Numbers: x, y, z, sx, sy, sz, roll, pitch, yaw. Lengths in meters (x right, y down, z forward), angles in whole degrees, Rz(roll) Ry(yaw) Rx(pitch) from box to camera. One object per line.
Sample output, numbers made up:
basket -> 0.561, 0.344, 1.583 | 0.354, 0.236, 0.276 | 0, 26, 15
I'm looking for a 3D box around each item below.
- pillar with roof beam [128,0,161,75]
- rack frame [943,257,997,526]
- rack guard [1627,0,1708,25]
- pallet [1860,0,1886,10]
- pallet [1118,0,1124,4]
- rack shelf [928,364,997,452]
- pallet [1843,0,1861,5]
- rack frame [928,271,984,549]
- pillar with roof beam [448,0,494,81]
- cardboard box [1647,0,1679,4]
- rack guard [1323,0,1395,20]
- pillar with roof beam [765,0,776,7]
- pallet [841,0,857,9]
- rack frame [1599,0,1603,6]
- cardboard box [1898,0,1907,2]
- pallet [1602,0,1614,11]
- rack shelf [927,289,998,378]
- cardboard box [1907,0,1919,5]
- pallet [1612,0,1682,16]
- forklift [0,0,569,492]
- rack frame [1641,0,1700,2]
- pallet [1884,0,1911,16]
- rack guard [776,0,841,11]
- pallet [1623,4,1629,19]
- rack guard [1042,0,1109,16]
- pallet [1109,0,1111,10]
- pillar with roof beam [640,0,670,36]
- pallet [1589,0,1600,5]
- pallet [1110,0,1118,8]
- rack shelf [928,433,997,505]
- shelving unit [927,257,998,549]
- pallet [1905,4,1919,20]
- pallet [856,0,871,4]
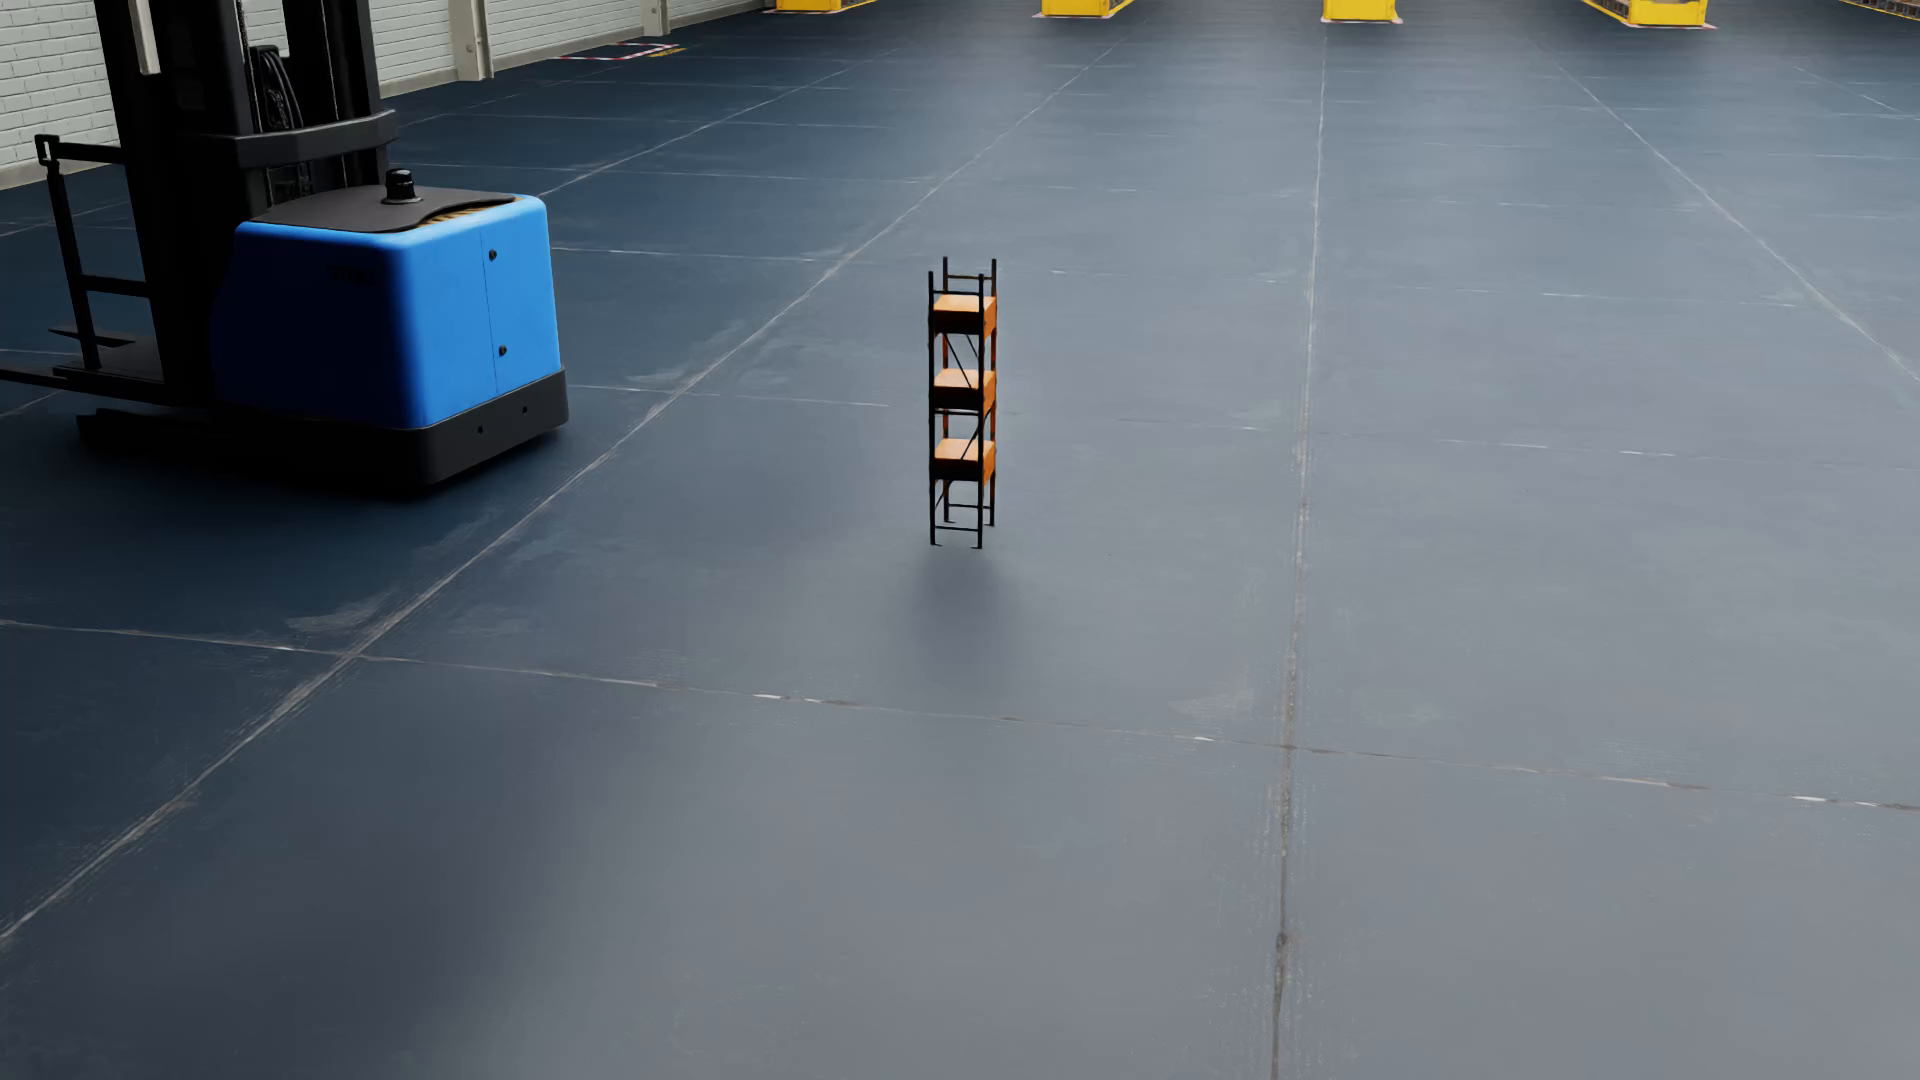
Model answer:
pillar with roof beam -> -2.958, -7.309, 12.457 | 9.100, 9.000, 0.400 | 4, 22, 11
rack frame -> 0.036, -0.551, 6.317 | 0.200, 1.050, 0.008 | 4, 22, 11
rack guard -> 11.768, -8.851, 27.662 | 1.175, 0.500, 0.348 | 4, 22, 11
pallet -> 17.487, -10.025, 30.964 | 1.003, 0.211, 1.213 | 4, 22, 11
pallet -> 2.668, -10.621, 32.444 | 1.003, 0.211, 1.213 | 4, 22, 11
rack shelf -> 0.011, -0.497, 6.210 | 0.215, 0.259, 0.240 | 4, 22, 11
pallet -> 17.734, -10.473, 32.075 | 1.003, 0.211, 1.213 | 4, 22, 11
rack frame -> -0.014, -0.462, 6.095 | 0.200, 1.050, 0.008 | 4, 22, 11
pillar with roof beam -> -1.733, -9.504, 17.906 | 9.100, 9.000, 0.400 | 4, 22, 11
cardboard box -> 11.896, -9.246, 28.079 | 0.500, 0.500, 0.500 | 9, 24, 21
rack guard -> 6.873, -9.233, 28.609 | 1.175, 0.500, 0.348 | 4, 22, 11
pillar with roof beam -> 0.715, -13.892, 28.803 | 9.100, 9.000, 0.400 | 4, 22, 11
pallet -> -2.579, -10.145, 31.260 | 1.003, 0.211, 1.213 | 4, 22, 11
rack frame -> 12.569, -11.446, 30.759 | 1.000, 3.000, 0.127 | 4, 22, 11
cardboard box -> 17.207, -10.015, 29.489 | 0.875, 0.875, 0.875 | 5, 22, 12
pallet -> 12.466, -9.904, 30.663 | 1.003, 0.211, 1.213 | 4, 22, 11
rack shelf -> 0.011, -0.760, 6.104 | 0.215, 0.259, 0.240 | 4, 22, 11
cardboard box -> 17.026, -9.686, 28.669 | 0.875, 0.875, 0.875 | 5, 22, 11
pallet -> 12.219, -9.457, 29.552 | 1.003, 0.211, 1.213 | 4, 22, 11
forklift -> -3.330, -1.900, 7.147 | 3.031, 2.935, 1.130 | 9, 24, 22
rack frame -> 11.752, -9.983, 27.126 | 1.000, 3.000, 0.127 | 4, 22, 11
pallet -> 17.172, -9.465, 29.573 | 1.003, 0.211, 1.213 | 4, 22, 11
rack guard -> -2.780, -9.984, 30.475 | 1.175, 0.500, 0.348 | 4, 22, 11
pallet -> 11.968, -9.012, 28.447 | 1.003, 0.211, 1.213 | 4, 22, 11
rack guard -> 2.050, -9.571, 29.450 | 1.175, 0.500, 0.348 | 4, 22, 11
pallet -> 2.170, -9.729, 30.228 | 1.003, 0.211, 1.213 | 4, 22, 11
pillar with roof beam -> -0.509, -11.698, 23.354 | 9.100, 9.000, 0.400 | 4, 22, 11
pallet -> 12.726, -10.437, 31.987 | 1.003, 0.211, 1.213 | 4, 22, 11
pallet -> 2.421, -10.174, 31.333 | 1.003, 0.211, 1.213 | 4, 22, 11
rack shelf -> 0.011, -0.239, 6.314 | 0.215, 0.259, 0.240 | 4, 22, 11
shelving unit -> 0.011, -0.507, 6.206 | 0.215, 1.050, 0.252 | 4, 22, 11
pallet -> 16.925, -9.018, 28.462 | 1.003, 0.211, 1.213 | 4, 22, 11
pallet -> -2.328, -10.589, 32.364 | 1.003, 0.211, 1.213 | 4, 22, 11
